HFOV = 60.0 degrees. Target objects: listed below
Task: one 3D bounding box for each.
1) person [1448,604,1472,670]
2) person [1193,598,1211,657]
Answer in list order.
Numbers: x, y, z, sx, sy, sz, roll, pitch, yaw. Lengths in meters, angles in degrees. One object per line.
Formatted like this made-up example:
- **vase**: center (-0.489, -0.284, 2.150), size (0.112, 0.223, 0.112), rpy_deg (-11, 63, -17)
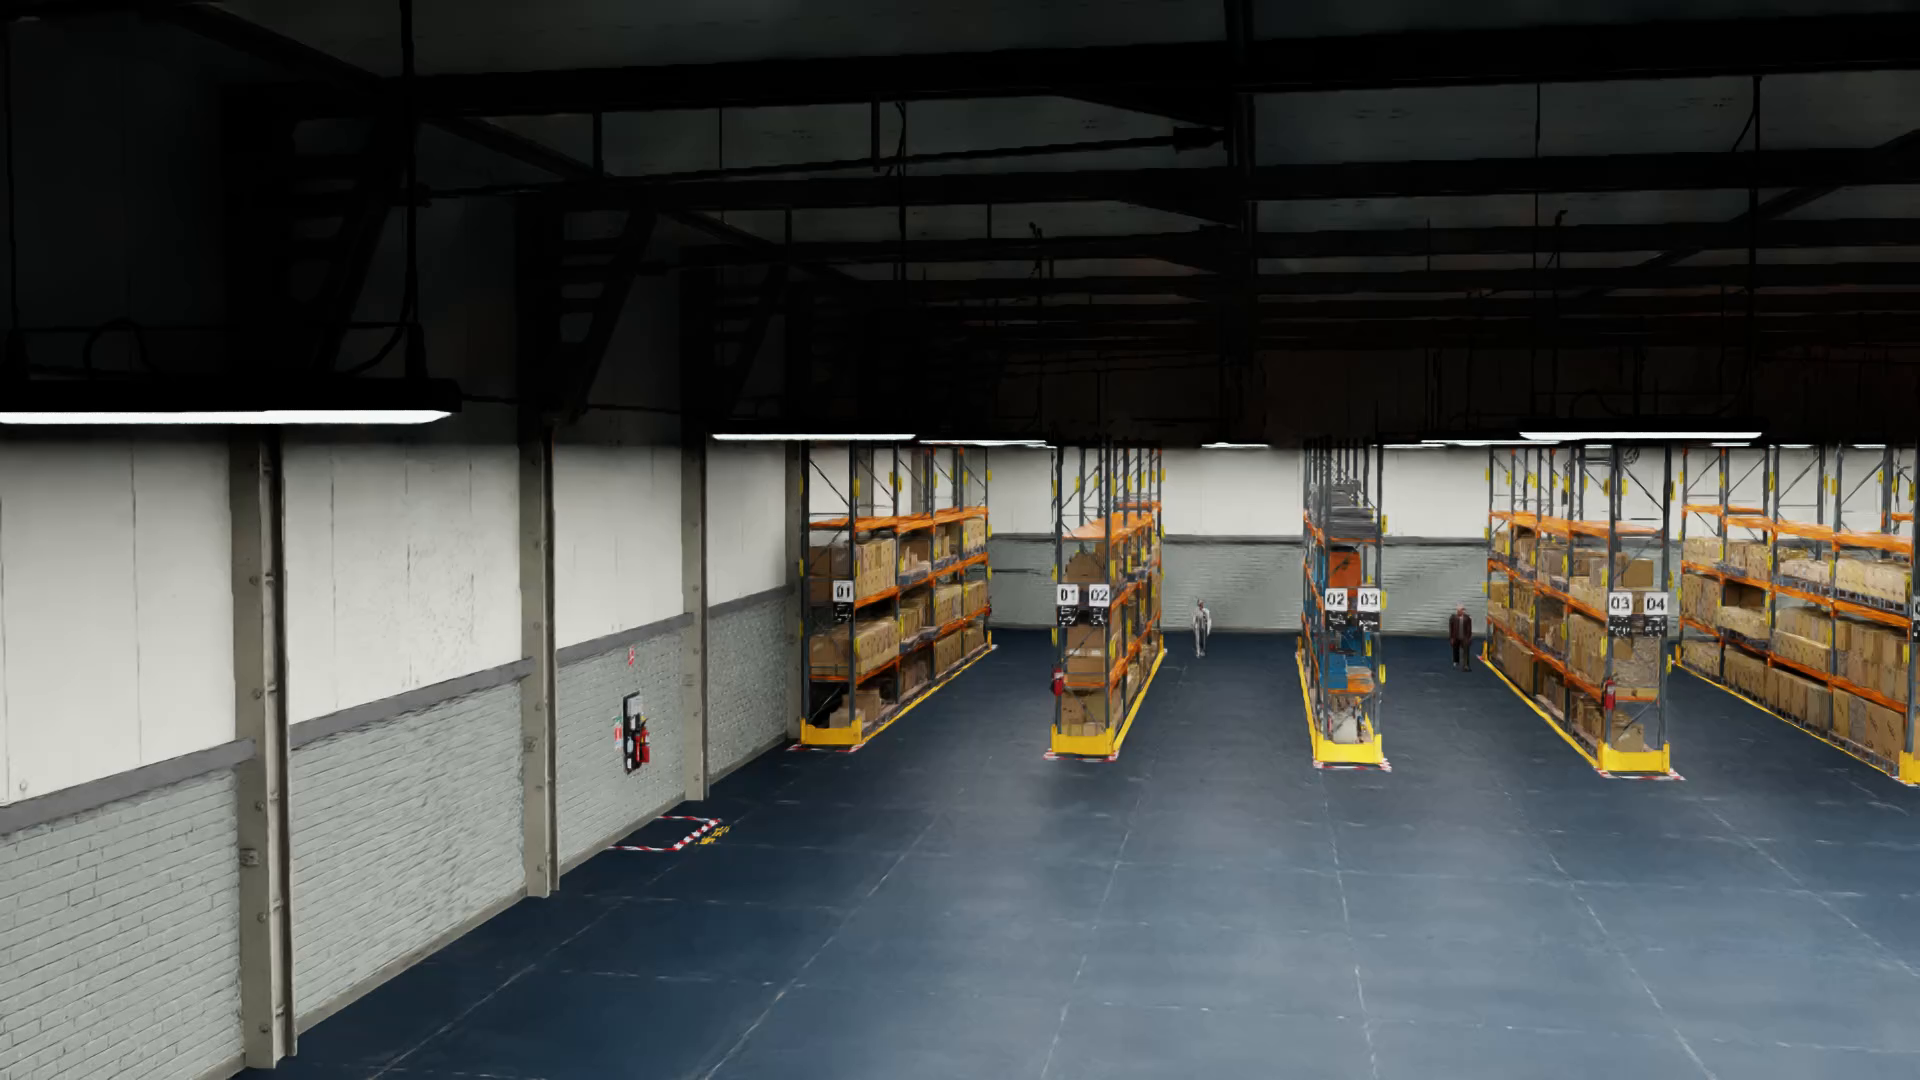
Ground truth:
- **person**: center (13.032, 2.513, 43.316), size (0.598, 1.698, 1.193), rpy_deg (1, 3, 13)
- **person**: center (6.690, 2.414, 46.022), size (0.500, 1.625, 0.997), rpy_deg (0, 3, 9)
